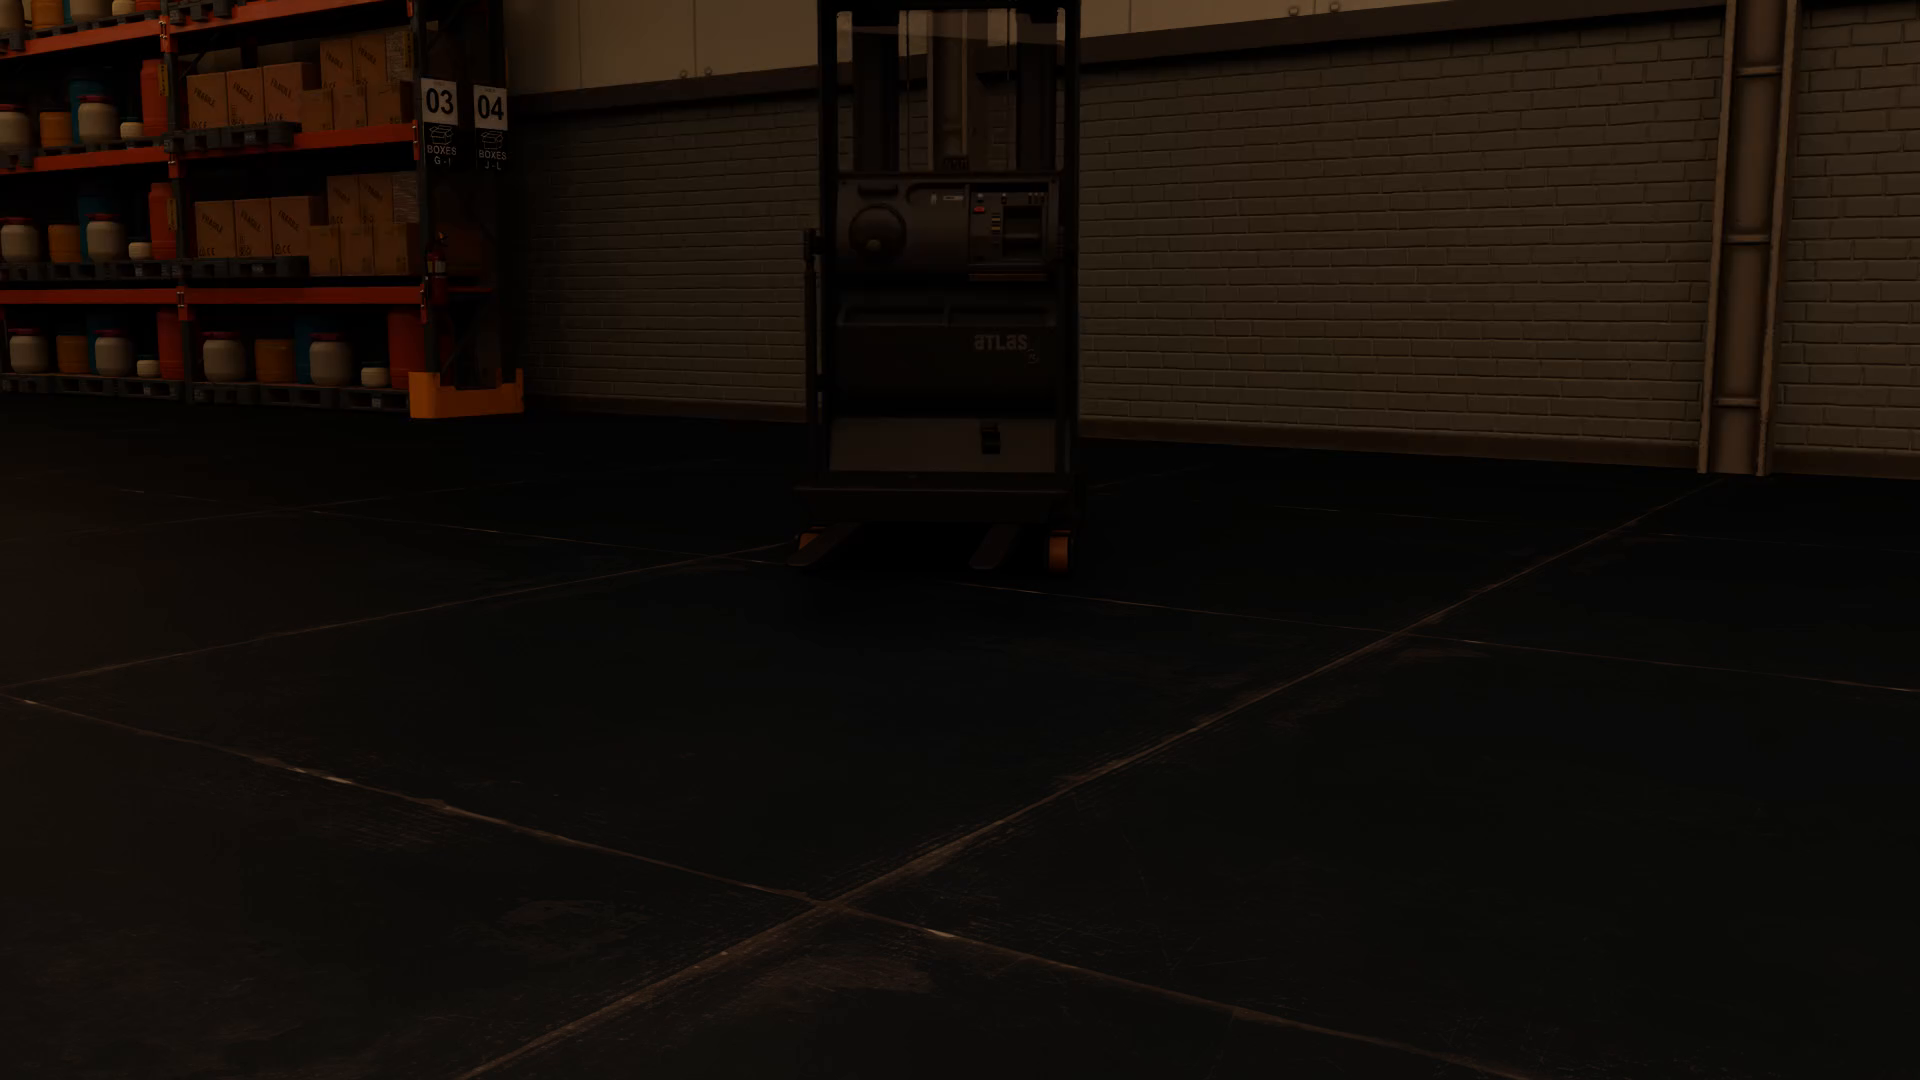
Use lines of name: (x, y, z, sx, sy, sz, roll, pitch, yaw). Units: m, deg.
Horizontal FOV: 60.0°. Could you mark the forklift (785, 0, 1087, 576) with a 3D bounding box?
forklift: (-0.072, -1.355, 6.722, 1.130, 2.935, 3.031, 1, 8, 6)
